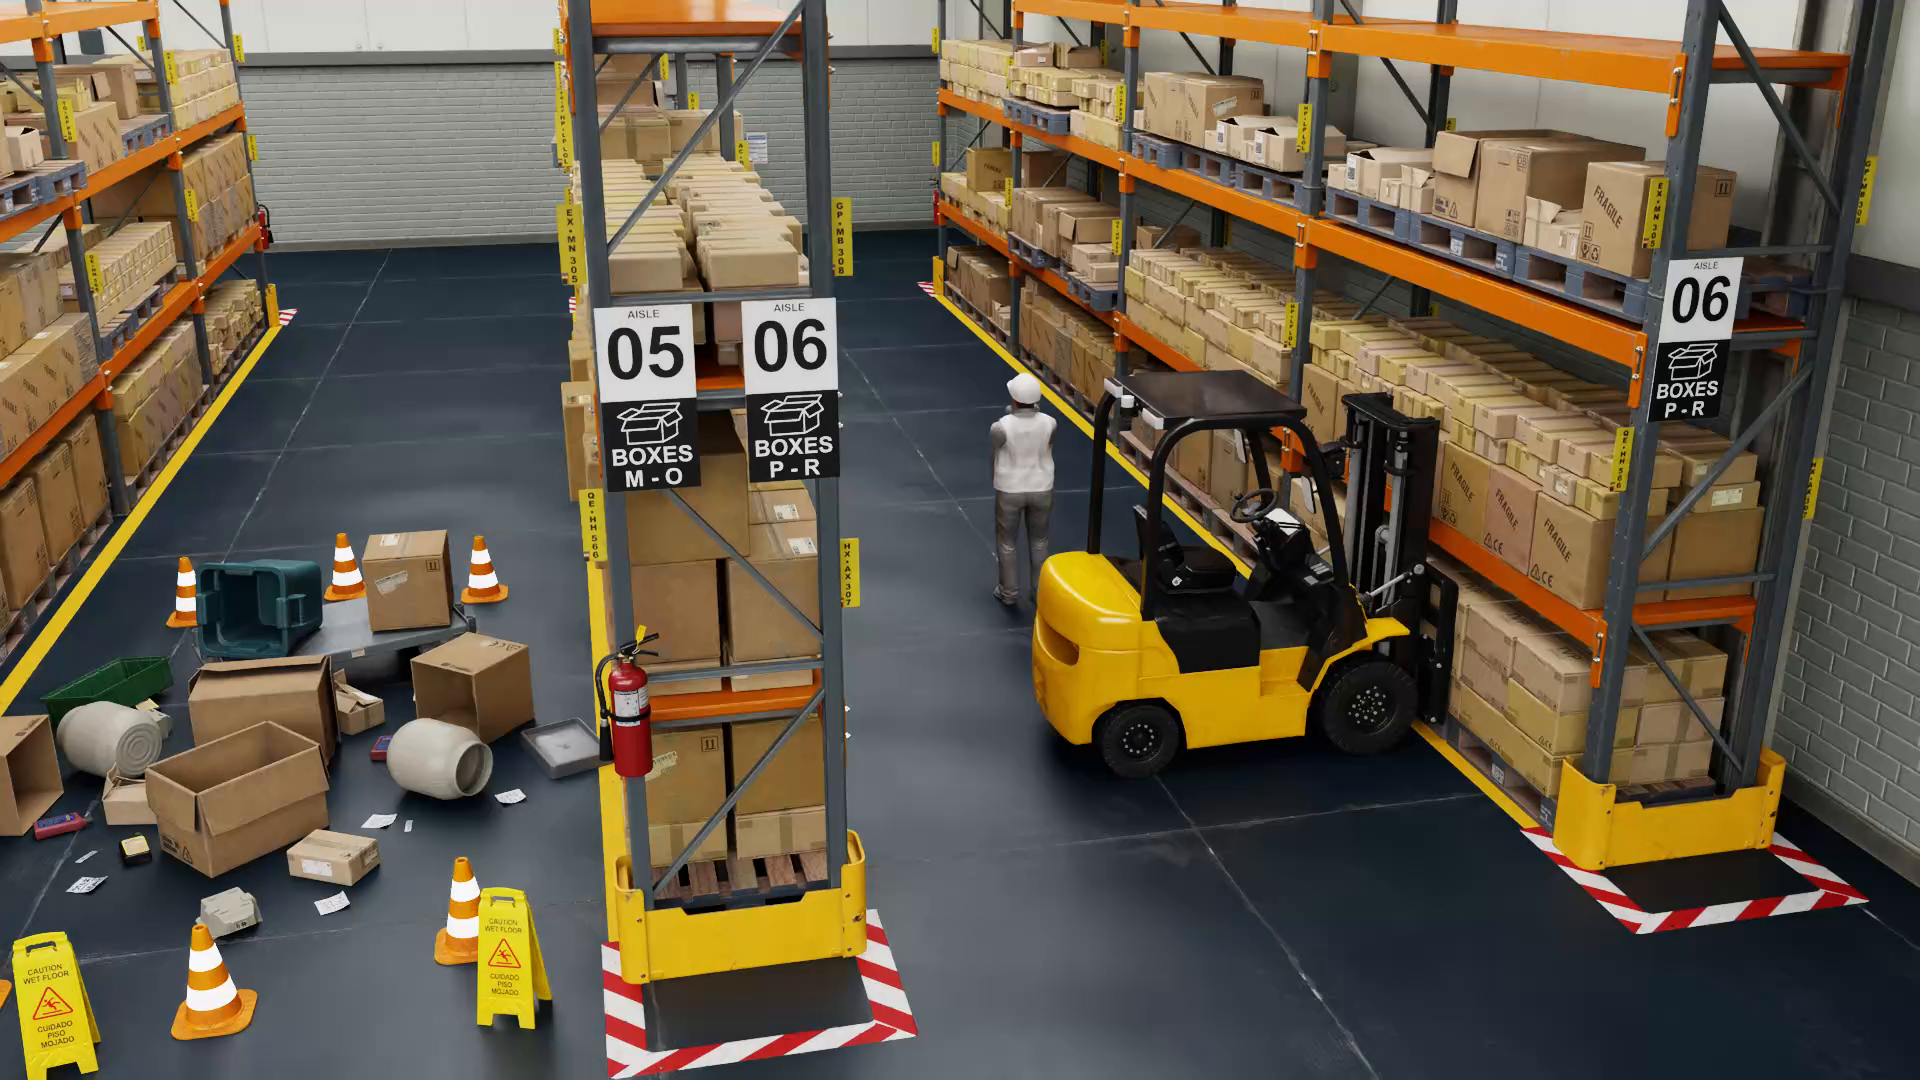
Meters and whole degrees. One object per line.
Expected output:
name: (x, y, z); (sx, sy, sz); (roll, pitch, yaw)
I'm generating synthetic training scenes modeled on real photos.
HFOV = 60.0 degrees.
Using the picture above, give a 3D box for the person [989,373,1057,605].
person: (0.430, -0.395, 12.160); (0.494, 1.763, 0.556); (-4, 20, -12)
